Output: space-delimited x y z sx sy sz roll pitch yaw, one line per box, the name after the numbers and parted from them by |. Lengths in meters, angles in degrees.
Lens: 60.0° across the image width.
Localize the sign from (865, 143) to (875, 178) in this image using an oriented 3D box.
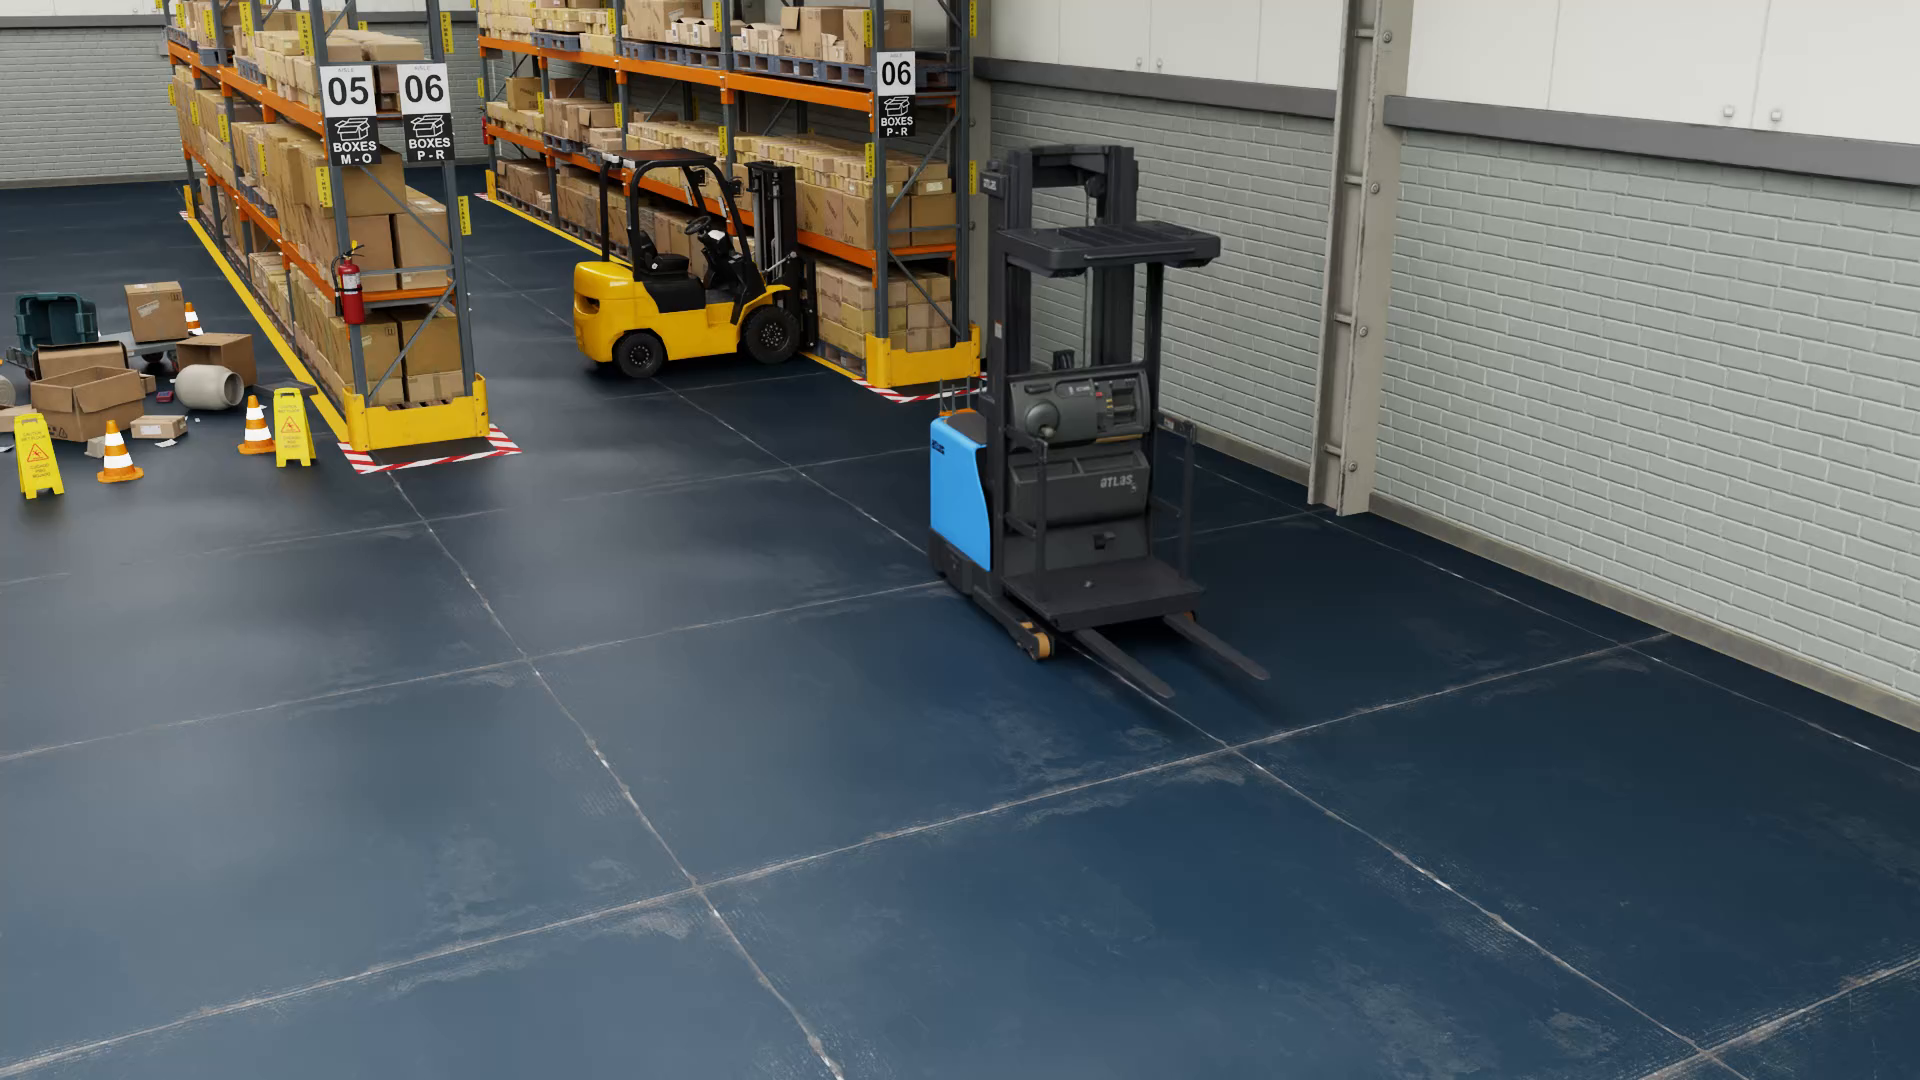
-0.859 -3.641 15.946 0.100 0.325 0.005 -10 21 -27 | sign

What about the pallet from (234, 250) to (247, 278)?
-9.424 -3.858 22.988 1.003 0.211 1.213 -10 21 -27 | pallet

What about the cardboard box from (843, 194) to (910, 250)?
-0.840 -3.209 16.680 0.500 0.500 0.500 -11 22 -28 | cardboard box

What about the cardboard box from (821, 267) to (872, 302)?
-1.116 -2.662 17.287 0.500 0.250 0.500 -10 21 -26 | cardboard box

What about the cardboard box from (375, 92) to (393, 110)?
-4.817 -3.798 14.326 0.380 0.149 0.250 -11 22 -28 | cardboard box

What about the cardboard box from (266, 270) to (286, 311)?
-7.568 -2.952 19.471 0.950 0.372 0.625 -9 21 -25 | cardboard box

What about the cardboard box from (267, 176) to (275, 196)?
-7.062 -3.923 17.650 0.500 0.500 0.500 -10 22 -28 | cardboard box

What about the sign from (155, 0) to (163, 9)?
-12.830 -8.669 26.596 0.100 0.325 0.005 -10 21 -27 | sign

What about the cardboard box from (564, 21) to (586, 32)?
-5.529 -7.467 24.161 0.380 0.149 0.250 -9 21 -25 | cardboard box

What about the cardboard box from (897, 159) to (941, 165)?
-0.417 -3.772 16.859 0.380 0.149 0.250 -9 21 -25 | cardboard box

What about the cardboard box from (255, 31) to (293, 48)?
-6.778 -4.975 16.515 0.380 0.149 0.250 -10 22 -28 | cardboard box

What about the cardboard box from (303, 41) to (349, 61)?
-5.388 -4.169 14.180 0.380 0.149 0.250 -10 22 -27 | cardboard box

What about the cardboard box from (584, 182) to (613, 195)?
-5.462 -5.321 25.146 0.380 0.149 0.250 -9 21 -25 | cardboard box

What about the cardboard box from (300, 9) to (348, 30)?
-6.811 -5.593 17.963 0.500 0.250 0.500 -10 22 -28 | cardboard box

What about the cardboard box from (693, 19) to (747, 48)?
-2.832 -6.001 19.666 0.500 0.311 0.500 -11 22 -28 | cardboard box

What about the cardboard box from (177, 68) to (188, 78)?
-12.064 -7.337 26.115 0.380 0.149 0.250 -11 22 -28 | cardboard box

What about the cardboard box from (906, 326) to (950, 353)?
-0.436 -2.131 17.281 0.500 0.250 0.500 -10 21 -26 | cardboard box

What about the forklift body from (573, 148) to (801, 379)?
-2.881 -2.922 17.302 2.313 2.155 1.214 -10 21 -27 | forklift body

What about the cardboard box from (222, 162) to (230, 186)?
-9.265 -4.766 21.576 0.500 0.250 0.500 -10 21 -26 | cardboard box

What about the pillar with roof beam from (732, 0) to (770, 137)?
-6.550 -7.292 19.469 9.100 9.000 0.400 -10 21 -27 | pillar with roof beam

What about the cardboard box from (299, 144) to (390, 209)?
-5.410 -3.211 14.697 0.700 0.500 0.500 -10 21 -26 | cardboard box

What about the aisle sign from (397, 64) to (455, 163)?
-4.439 -3.551 13.837 0.394 0.787 0.004 -10 21 -27 | aisle sign

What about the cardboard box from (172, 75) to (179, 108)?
-12.362 -7.223 26.778 0.500 0.500 0.500 -11 22 -28 | cardboard box

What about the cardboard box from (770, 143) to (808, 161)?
-1.872 -4.274 18.315 0.380 0.149 0.250 -10 22 -28 | cardboard box

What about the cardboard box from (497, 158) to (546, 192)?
-7.765 -6.483 29.503 0.797 0.503 0.637 -11 22 -29 | cardboard box

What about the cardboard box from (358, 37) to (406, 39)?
-5.236 -4.480 15.080 0.380 0.149 0.250 -9 21 -25 | cardboard box

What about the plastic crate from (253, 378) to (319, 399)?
-6.617 -1.482 16.304 0.583 0.080 0.402 16 25 39 | plastic crate

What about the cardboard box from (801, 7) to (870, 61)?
-1.198 -5.171 16.971 0.700 0.500 0.500 -10 21 -26 | cardboard box

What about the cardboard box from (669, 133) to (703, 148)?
-3.459 -5.054 21.031 0.380 0.149 0.250 -11 22 -28 | cardboard box

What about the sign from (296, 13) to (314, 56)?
-5.239 -4.048 13.308 0.100 0.325 0.005 -10 21 -27 | sign

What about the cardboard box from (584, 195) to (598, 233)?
-5.306 -4.904 24.934 0.500 0.500 0.500 -11 22 -29 | cardboard box

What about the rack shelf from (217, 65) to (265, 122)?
-7.591 -5.092 18.793 1.077 0.370 4.000 -10 21 -27 | rack shelf

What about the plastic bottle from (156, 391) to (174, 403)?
-7.678 -1.390 16.065 0.133 0.061 0.283 -6 20 -17 | plastic bottle

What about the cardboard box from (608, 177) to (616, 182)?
-5.247 -5.556 25.829 0.380 0.149 0.250 -11 22 -29 | cardboard box

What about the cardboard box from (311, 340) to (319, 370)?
-6.081 -1.824 16.390 0.500 0.250 0.500 -10 22 -27 | cardboard box

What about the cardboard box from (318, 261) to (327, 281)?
-5.577 -2.449 15.014 0.380 0.149 0.250 -10 21 -26 | cardboard box

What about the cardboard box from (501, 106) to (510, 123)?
-7.511 -7.263 28.354 0.500 0.250 0.500 -10 22 -28 | cardboard box

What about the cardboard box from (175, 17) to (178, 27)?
-12.025 -8.082 25.943 0.380 0.149 0.250 -9 21 -25 | cardboard box

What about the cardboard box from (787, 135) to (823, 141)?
-1.774 -4.581 19.205 0.380 0.149 0.250 -11 22 -28 | cardboard box

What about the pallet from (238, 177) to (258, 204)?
-8.108 -4.309 20.316 1.213 0.211 1.003 -10 21 -27 | pallet

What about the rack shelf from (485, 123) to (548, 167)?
-7.023 -6.740 28.169 1.077 0.370 4.000 -10 21 -27 | rack shelf

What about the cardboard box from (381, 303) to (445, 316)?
-5.145 -1.975 15.679 0.500 0.500 0.500 -11 22 -29 | cardboard box

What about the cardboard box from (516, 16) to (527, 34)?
-6.779 -8.241 26.592 0.500 0.250 0.500 -11 22 -28 | cardboard box

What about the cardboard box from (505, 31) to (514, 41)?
-7.261 -8.300 27.374 0.380 0.149 0.250 -10 21 -26 | cardboard box

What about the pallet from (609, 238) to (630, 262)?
-4.495 -4.260 24.153 1.003 0.211 1.213 -10 21 -27 | pallet

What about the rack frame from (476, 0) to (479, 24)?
-7.973 -10.490 28.737 1.000 3.000 0.127 -10 21 -27 | rack frame

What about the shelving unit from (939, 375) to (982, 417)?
0.007 -0.563 11.924 0.258 1.200 0.189 -10 21 -27 | shelving unit

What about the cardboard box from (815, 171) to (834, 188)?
-1.279 -3.767 17.301 0.380 0.149 0.250 -11 22 -28 | cardboard box

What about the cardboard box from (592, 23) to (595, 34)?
-4.993 -7.259 23.589 0.380 0.149 0.250 -10 21 -26 | cardboard box

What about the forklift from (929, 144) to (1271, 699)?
0.827 -0.819 10.012 1.130 2.935 3.031 -8 21 -22 | forklift

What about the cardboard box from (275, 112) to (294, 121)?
-8.559 -5.288 21.170 0.500 0.500 0.500 -11 22 -28 | cardboard box

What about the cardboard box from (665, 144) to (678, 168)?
-3.444 -4.919 21.250 0.500 0.250 0.500 -10 21 -26 | cardboard box

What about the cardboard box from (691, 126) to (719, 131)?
-3.316 -5.362 21.923 0.380 0.149 0.250 -10 21 -27 | cardboard box

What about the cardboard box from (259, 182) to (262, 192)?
-7.825 -4.074 19.082 0.380 0.149 0.250 -9 21 -25 | cardboard box

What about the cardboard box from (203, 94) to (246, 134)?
-9.982 -5.799 22.653 0.500 0.500 0.500 -11 22 -28 | cardboard box

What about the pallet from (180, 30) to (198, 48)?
-10.819 -7.349 24.368 1.003 0.211 1.213 -10 21 -27 | pallet

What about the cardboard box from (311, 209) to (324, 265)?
-5.475 -2.737 14.856 0.500 0.500 0.500 -10 21 -27 | cardboard box

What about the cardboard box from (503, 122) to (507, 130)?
-7.675 -7.181 28.729 0.380 0.149 0.250 -9 21 -25 | cardboard box
